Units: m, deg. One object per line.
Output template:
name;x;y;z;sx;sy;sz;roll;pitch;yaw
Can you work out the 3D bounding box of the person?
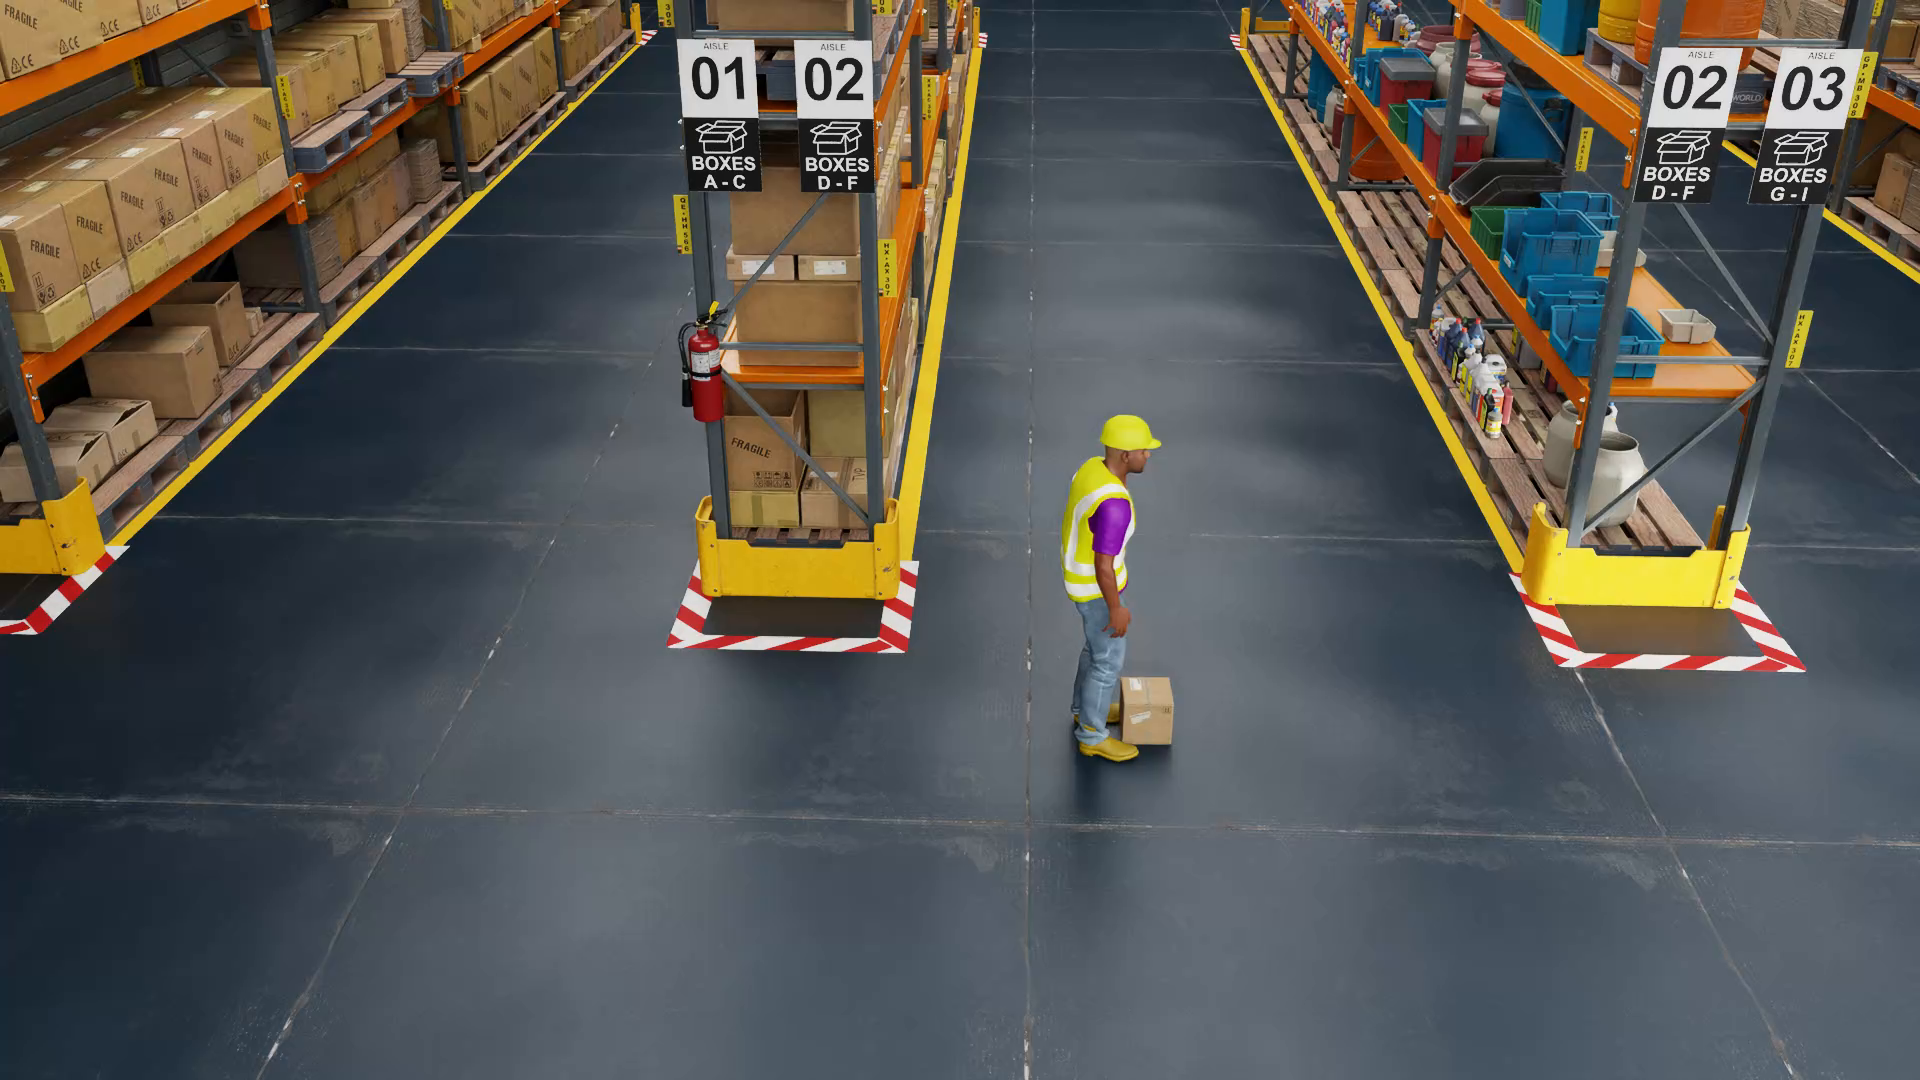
person;0.726;0.207;8.210;0.458;1.760;0.634;-1;28;-1
